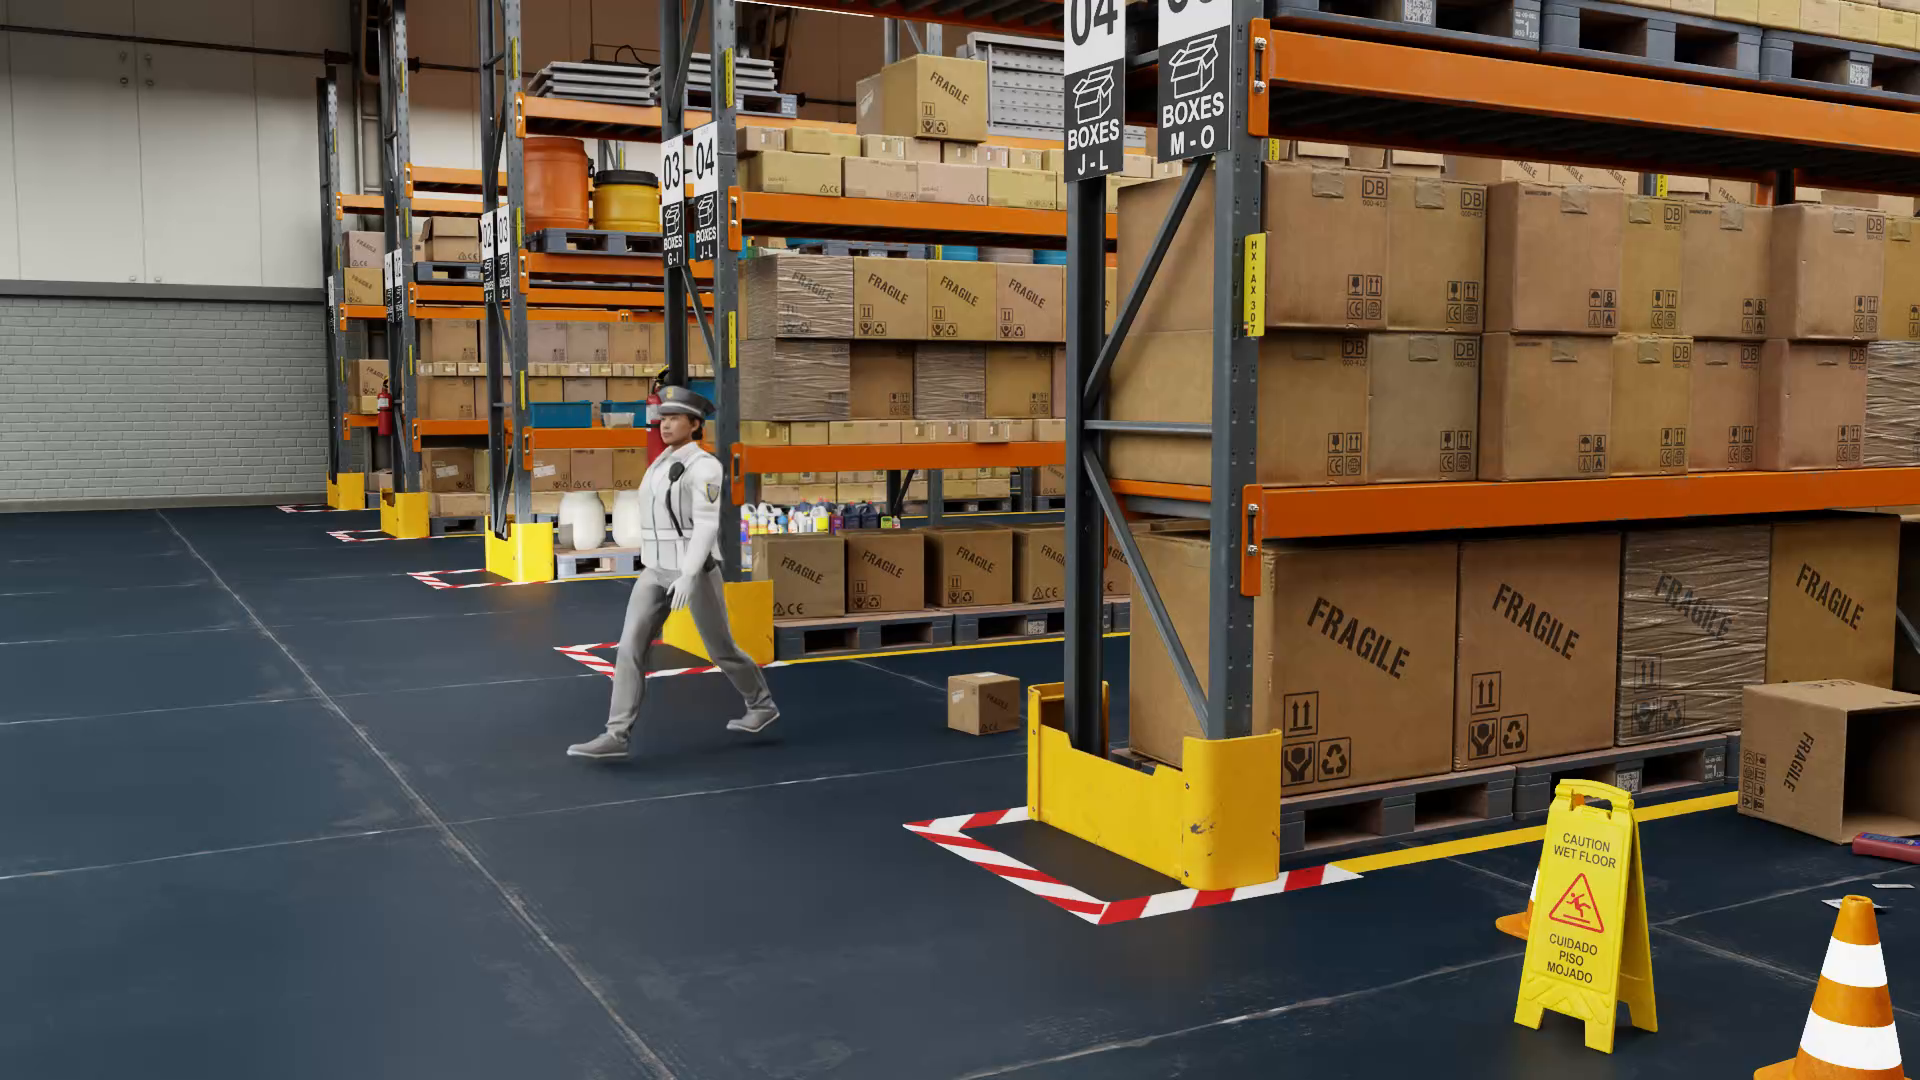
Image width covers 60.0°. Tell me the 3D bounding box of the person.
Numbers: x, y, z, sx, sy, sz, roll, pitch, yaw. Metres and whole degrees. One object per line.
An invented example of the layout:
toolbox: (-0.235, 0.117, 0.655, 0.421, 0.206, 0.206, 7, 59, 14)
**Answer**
person: (-1.249, 0.131, 7.376, 0.508, 1.631, 1.045, 4, 6, 38)
